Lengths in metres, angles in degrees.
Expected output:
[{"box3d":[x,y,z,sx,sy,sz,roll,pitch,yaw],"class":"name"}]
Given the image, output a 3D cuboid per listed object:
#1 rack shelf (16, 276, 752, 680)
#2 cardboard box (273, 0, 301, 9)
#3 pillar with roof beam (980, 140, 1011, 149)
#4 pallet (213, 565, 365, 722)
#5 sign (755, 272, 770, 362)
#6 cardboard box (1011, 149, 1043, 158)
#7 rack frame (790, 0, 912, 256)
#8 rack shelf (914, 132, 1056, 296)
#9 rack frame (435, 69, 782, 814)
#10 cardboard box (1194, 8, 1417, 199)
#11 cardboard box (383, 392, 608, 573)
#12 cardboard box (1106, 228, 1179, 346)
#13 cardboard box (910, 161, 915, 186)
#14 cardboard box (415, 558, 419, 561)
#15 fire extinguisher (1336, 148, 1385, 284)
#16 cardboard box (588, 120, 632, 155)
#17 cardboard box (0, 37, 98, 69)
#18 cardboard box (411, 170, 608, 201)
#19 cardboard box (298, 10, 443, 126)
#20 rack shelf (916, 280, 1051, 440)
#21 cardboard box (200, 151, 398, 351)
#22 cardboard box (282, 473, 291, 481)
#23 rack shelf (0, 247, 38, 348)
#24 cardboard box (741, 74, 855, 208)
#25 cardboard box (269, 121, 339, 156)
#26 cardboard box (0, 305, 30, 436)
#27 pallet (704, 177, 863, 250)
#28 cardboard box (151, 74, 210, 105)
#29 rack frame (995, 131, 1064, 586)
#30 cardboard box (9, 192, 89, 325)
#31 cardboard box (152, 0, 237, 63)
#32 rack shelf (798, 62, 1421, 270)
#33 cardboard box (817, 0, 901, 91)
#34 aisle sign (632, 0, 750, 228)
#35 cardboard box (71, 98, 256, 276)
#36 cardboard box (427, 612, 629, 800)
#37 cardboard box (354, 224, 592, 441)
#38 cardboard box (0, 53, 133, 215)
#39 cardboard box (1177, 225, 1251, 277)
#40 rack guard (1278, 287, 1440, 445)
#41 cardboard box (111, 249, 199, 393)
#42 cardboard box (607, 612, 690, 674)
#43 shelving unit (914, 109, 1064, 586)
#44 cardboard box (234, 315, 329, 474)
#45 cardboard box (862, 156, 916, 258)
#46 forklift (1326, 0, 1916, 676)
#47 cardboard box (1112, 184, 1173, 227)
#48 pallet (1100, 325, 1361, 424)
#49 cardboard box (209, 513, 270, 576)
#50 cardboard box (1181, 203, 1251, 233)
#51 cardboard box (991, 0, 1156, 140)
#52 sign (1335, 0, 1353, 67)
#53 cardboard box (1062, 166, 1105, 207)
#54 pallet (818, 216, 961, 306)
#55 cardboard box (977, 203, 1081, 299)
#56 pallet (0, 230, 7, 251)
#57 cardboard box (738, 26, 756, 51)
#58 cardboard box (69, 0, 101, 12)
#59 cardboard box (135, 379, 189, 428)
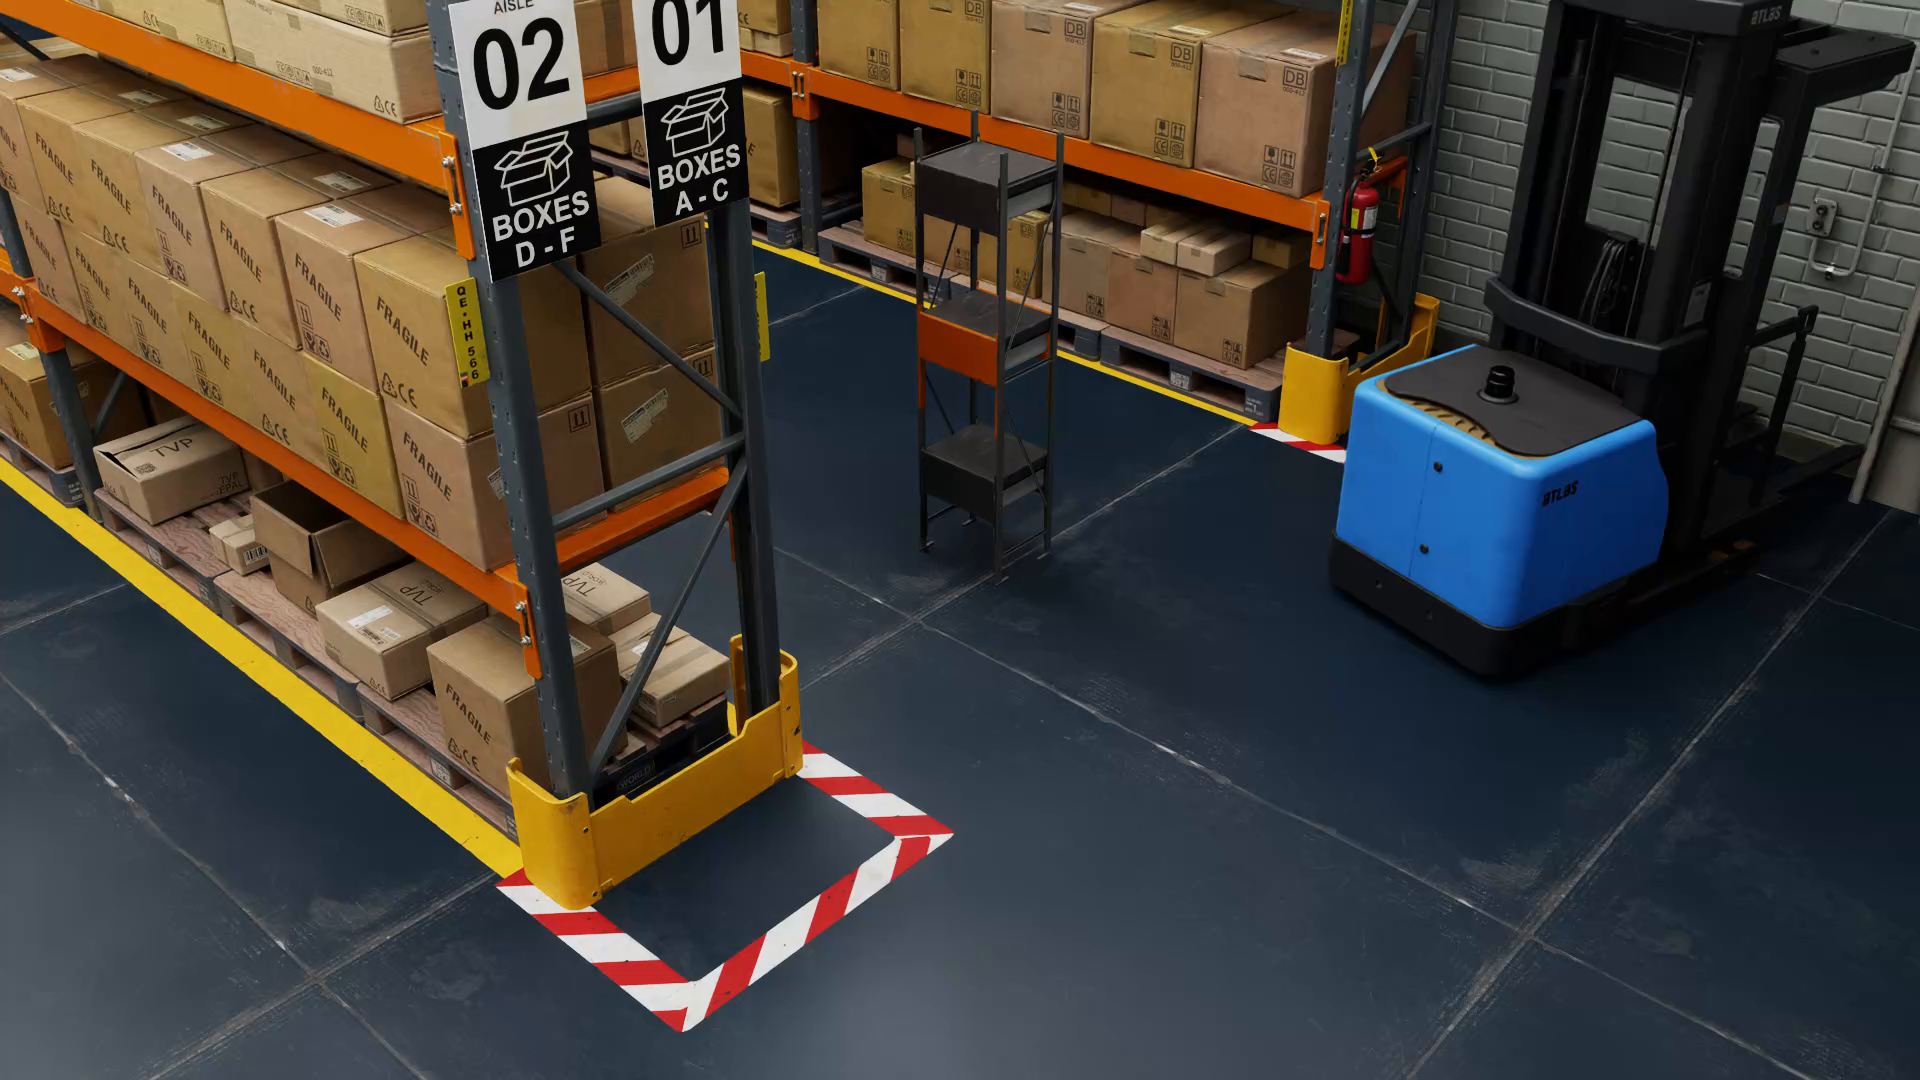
[{"box3d":[-2.554,-0.570,6.986,4.000,0.370,1.077,25,39,35],"class":"rack shelf"},{"box3d":[-1.994,-1.874,5.207,0.500,0.250,0.500,25,39,35],"class":"cardboard box"},{"box3d":[-2.505,-4.478,6.964,0.400,9.000,9.100,25,39,35],"class":"pillar with roof beam"},{"box3d":[-2.619,0.285,7.573,1.213,0.211,1.003,25,39,35],"class":"pallet"},{"box3d":[-0.707,-0.764,5.772,0.005,0.325,0.100,25,39,35],"class":"sign"},{"box3d":[0.384,-2.408,10.730,0.250,0.149,0.380,24,38,34],"class":"cardboard box"},{"box3d":[-0.715,-3.466,11.099,0.127,3.000,1.000,25,39,35],"class":"rack frame"},{"box3d":[0.123,-1.430,7.259,0.480,0.518,0.431,25,39,35],"class":"rack shelf"},{"box3d":[-1.071,-0.186,5.651,0.127,3.000,1.000,25,39,35],"class":"rack frame"},{"box3d":[1.865,-2.383,9.009,0.700,0.700,0.980,27,40,37],"class":"cardboard box"},{"box3d":[-1.586,-0.280,5.709,0.500,0.500,0.500,26,40,36],"class":"cardboard box"},{"box3d":[1.293,-1.568,9.962,0.500,0.500,0.700,25,39,35],"class":"cardboard box"},{"box3d":[-0.098,-2.366,10.660,0.250,0.149,0.380,27,40,37],"class":"cardboard box"},{"box3d":[-2.025,0.161,7.314,0.500,0.250,0.500,25,39,35],"class":"cardboard box"},{"box3d":[2.052,-1.660,8.536,0.183,0.674,0.296,25,39,35],"class":"fire extinguisher"},{"box3d":[-2.579,-3.499,12.831,0.750,0.750,0.750,25,39,35],"class":"cardboard box"},{"box3d":[-4.790,-2.256,8.586,0.700,0.500,0.500,-22,38,-32],"class":"cardboard box"},{"box3d":[-1.616,-1.090,6.085,0.500,0.500,0.500,25,39,36],"class":"cardboard box"},{"box3d":[-1.629,-1.484,5.044,0.500,0.250,0.500,25,39,35],"class":"cardboard box"},{"box3d":[0.123,-0.831,7.620,0.480,0.518,0.431,25,39,35],"class":"rack shelf"},{"box3d":[-2.348,-1.058,6.033,0.500,0.500,0.500,26,40,36],"class":"cardboard box"},{"box3d":[-2.868,-0.259,7.952,0.500,0.311,0.500,25,39,35],"class":"cardboard box"},{"box3d":[-5.520,-1.954,9.286,4.000,0.370,1.077,25,39,35],"class":"rack shelf"},{"box3d":[-1.285,-2.900,11.836,0.750,0.750,0.750,26,39,36],"class":"cardboard box"},{"box3d":[-2.361,-1.440,6.667,0.500,0.500,0.500,25,39,35],"class":"cardboard box"},{"box3d":[-4.956,-0.923,8.873,0.500,0.500,0.500,25,39,35],"class":"cardboard box"},{"box3d":[-1.338,-2.509,12.214,1.213,0.211,1.003,25,39,35],"class":"pallet"},{"box3d":[-3.106,-1.789,7.247,0.500,0.500,0.500,24,39,34],"class":"cardboard box"},{"box3d":[0.304,-0.758,7.473,0.015,2.100,0.400,25,39,35],"class":"rack frame"},{"box3d":[-3.842,-1.333,7.458,0.500,0.500,0.500,26,40,36],"class":"cardboard box"},{"box3d":[-2.372,-1.829,5.617,0.500,0.250,0.500,25,39,35],"class":"cardboard box"},{"box3d":[0.767,-2.466,10.135,4.000,0.370,1.077,25,39,35],"class":"rack shelf"},{"box3d":[-0.324,-3.400,10.699,0.700,0.700,0.980,26,39,36],"class":"cardboard box"},{"box3d":[-0.823,-1.388,5.127,0.004,0.787,0.394,25,39,35],"class":"aisle sign"},{"box3d":[-3.113,-1.414,6.625,0.500,0.500,0.500,24,38,34],"class":"cardboard box"},{"box3d":[-1.639,0.602,6.338,0.500,0.500,0.500,25,39,35],"class":"cardboard box"},{"box3d":[-1.586,-0.706,5.448,0.500,0.500,0.500,25,39,35],"class":"cardboard box"},{"box3d":[-3.876,-1.771,7.217,0.500,0.500,0.500,26,40,36],"class":"cardboard box"},{"box3d":[1.447,-1.647,9.465,0.250,0.149,0.380,25,39,35],"class":"cardboard box"},{"box3d":[2.268,-1.002,9.430,0.348,0.500,1.175,25,39,35],"class":"rack guard"},{"box3d":[-3.091,-0.983,6.877,0.500,0.500,0.500,25,39,35],"class":"cardboard box"},{"box3d":[-1.336,0.477,6.871,0.250,0.166,0.380,25,39,35],"class":"cardboard box"},{"box3d":[0.123,-0.842,7.613,0.503,2.100,0.431,25,39,35],"class":"shelving unit"},{"box3d":[-2.339,-0.633,6.296,0.500,0.500,0.500,25,39,35],"class":"cardboard box"},{"box3d":[-0.230,-2.277,11.140,0.500,0.500,0.700,26,39,36],"class":"cardboard box"},{"box3d":[3.237,-1.245,7.477,3.031,2.935,1.130,-19,36,-28],"class":"forklift"},{"box3d":[1.141,-2.055,10.143,0.250,0.149,0.380,26,39,36],"class":"cardboard box"},{"box3d":[1.605,-1.134,9.929,1.213,0.211,1.003,25,39,35],"class":"pallet"},{"box3d":[-3.223,-0.021,7.698,0.250,0.166,0.380,25,39,35],"class":"cardboard box"},{"box3d":[1.515,-1.881,9.853,0.250,0.149,0.380,25,39,35],"class":"cardboard box"},{"box3d":[0.759,-2.898,9.864,0.700,0.700,0.980,23,38,33],"class":"cardboard box"},{"box3d":[1.876,-2.476,8.103,0.005,0.325,0.100,25,39,35],"class":"sign"},{"box3d":[0.762,-2.232,10.436,0.250,0.149,0.380,24,39,34],"class":"cardboard box"},{"box3d":[-0.204,-1.978,11.331,1.213,0.211,1.003,25,39,35],"class":"pallet"},{"box3d":[0.519,-1.923,10.553,0.500,0.500,0.700,26,40,36],"class":"cardboard box"},{"box3d":[-4.556,-1.806,8.528,1.213,0.211,1.003,25,39,35],"class":"pallet"},{"box3d":[-1.359,-3.454,11.303,0.250,0.149,0.380,26,40,36],"class":"cardboard box"},{"box3d":[-3.105,-2.180,6.200,0.500,0.250,0.500,25,39,35],"class":"cardboard box"},{"box3d":[-4.232,-0.949,8.914,0.500,0.500,0.500,23,38,33],"class":"cardboard box"}]
